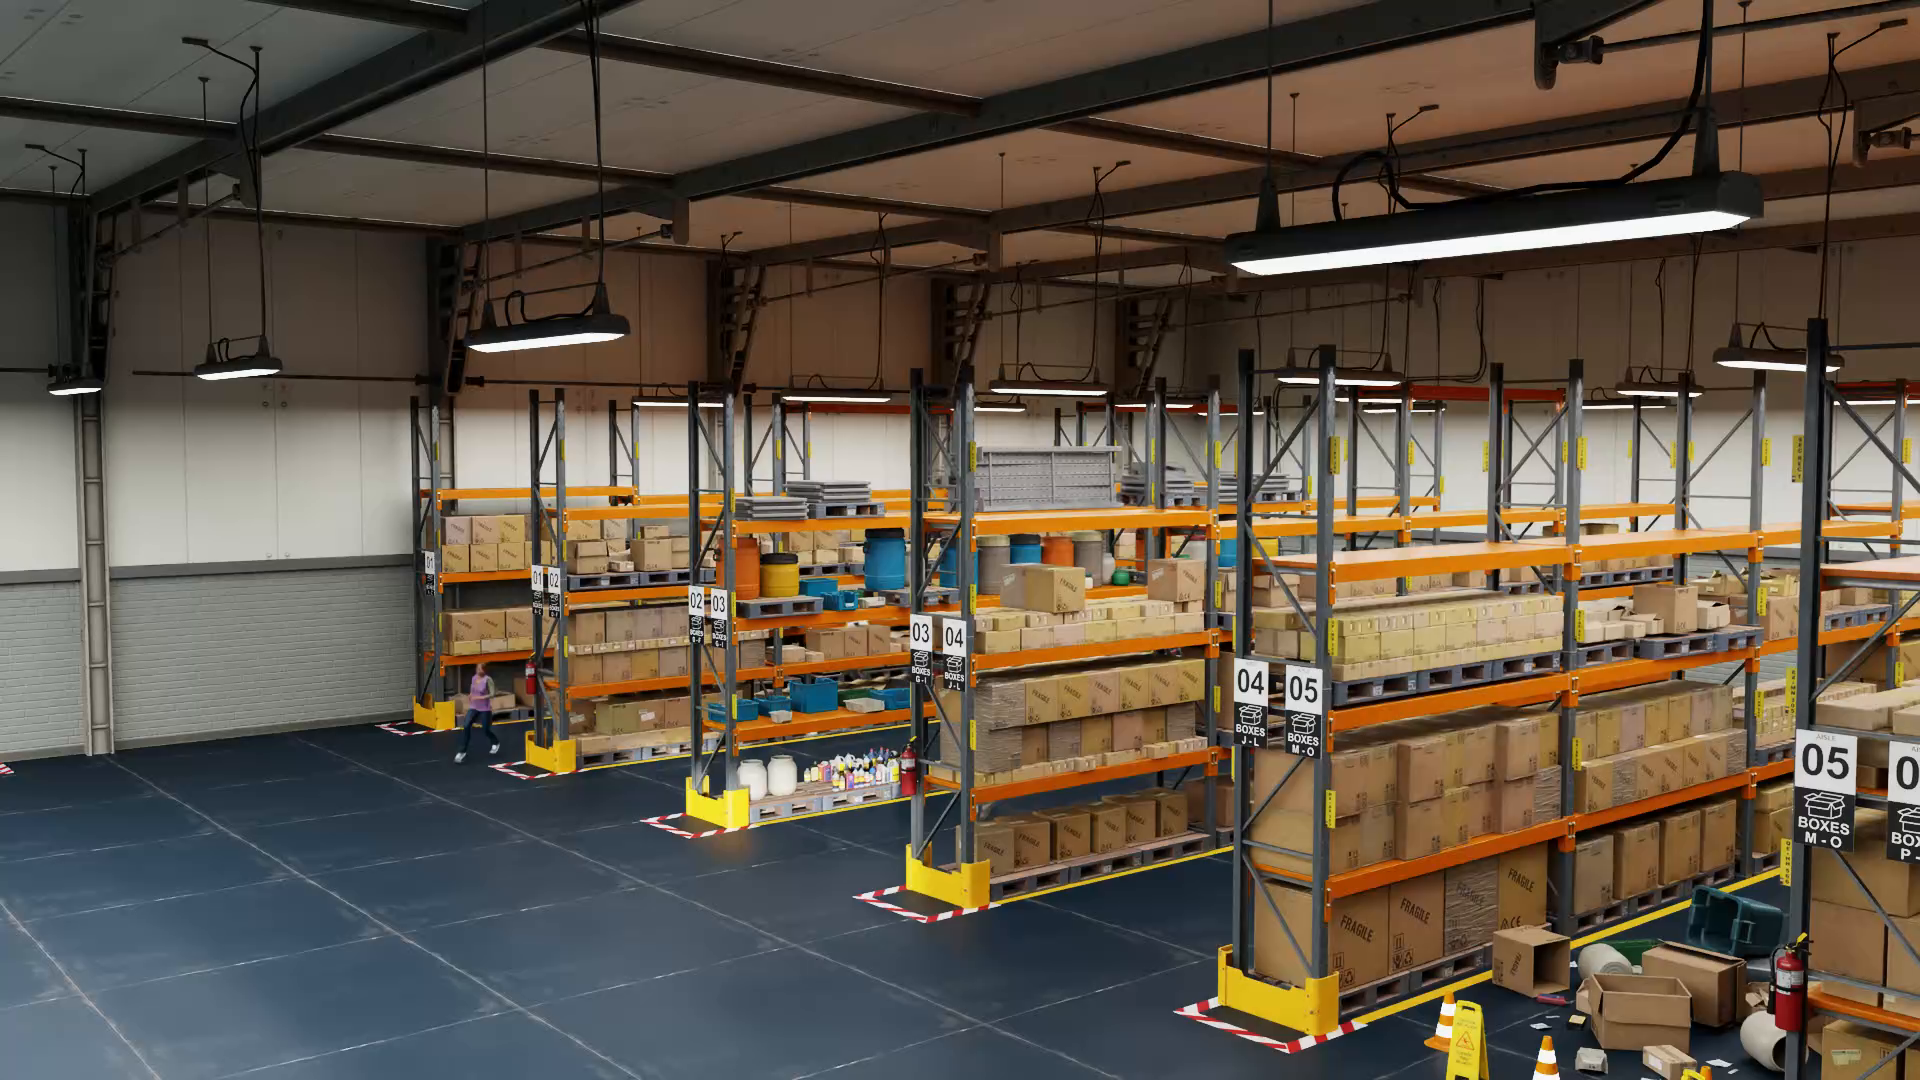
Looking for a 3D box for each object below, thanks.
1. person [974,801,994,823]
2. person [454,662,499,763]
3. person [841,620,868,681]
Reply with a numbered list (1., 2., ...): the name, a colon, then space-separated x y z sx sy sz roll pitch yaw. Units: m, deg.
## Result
1. person: 0.210 2.951 22.008 0.666 1.763 0.985 2 4 36
2. person: -7.790 2.772 27.041 0.543 1.597 0.861 1 4 17
3. person: -2.083 2.108 32.405 0.658 1.784 0.580 3 5 45
